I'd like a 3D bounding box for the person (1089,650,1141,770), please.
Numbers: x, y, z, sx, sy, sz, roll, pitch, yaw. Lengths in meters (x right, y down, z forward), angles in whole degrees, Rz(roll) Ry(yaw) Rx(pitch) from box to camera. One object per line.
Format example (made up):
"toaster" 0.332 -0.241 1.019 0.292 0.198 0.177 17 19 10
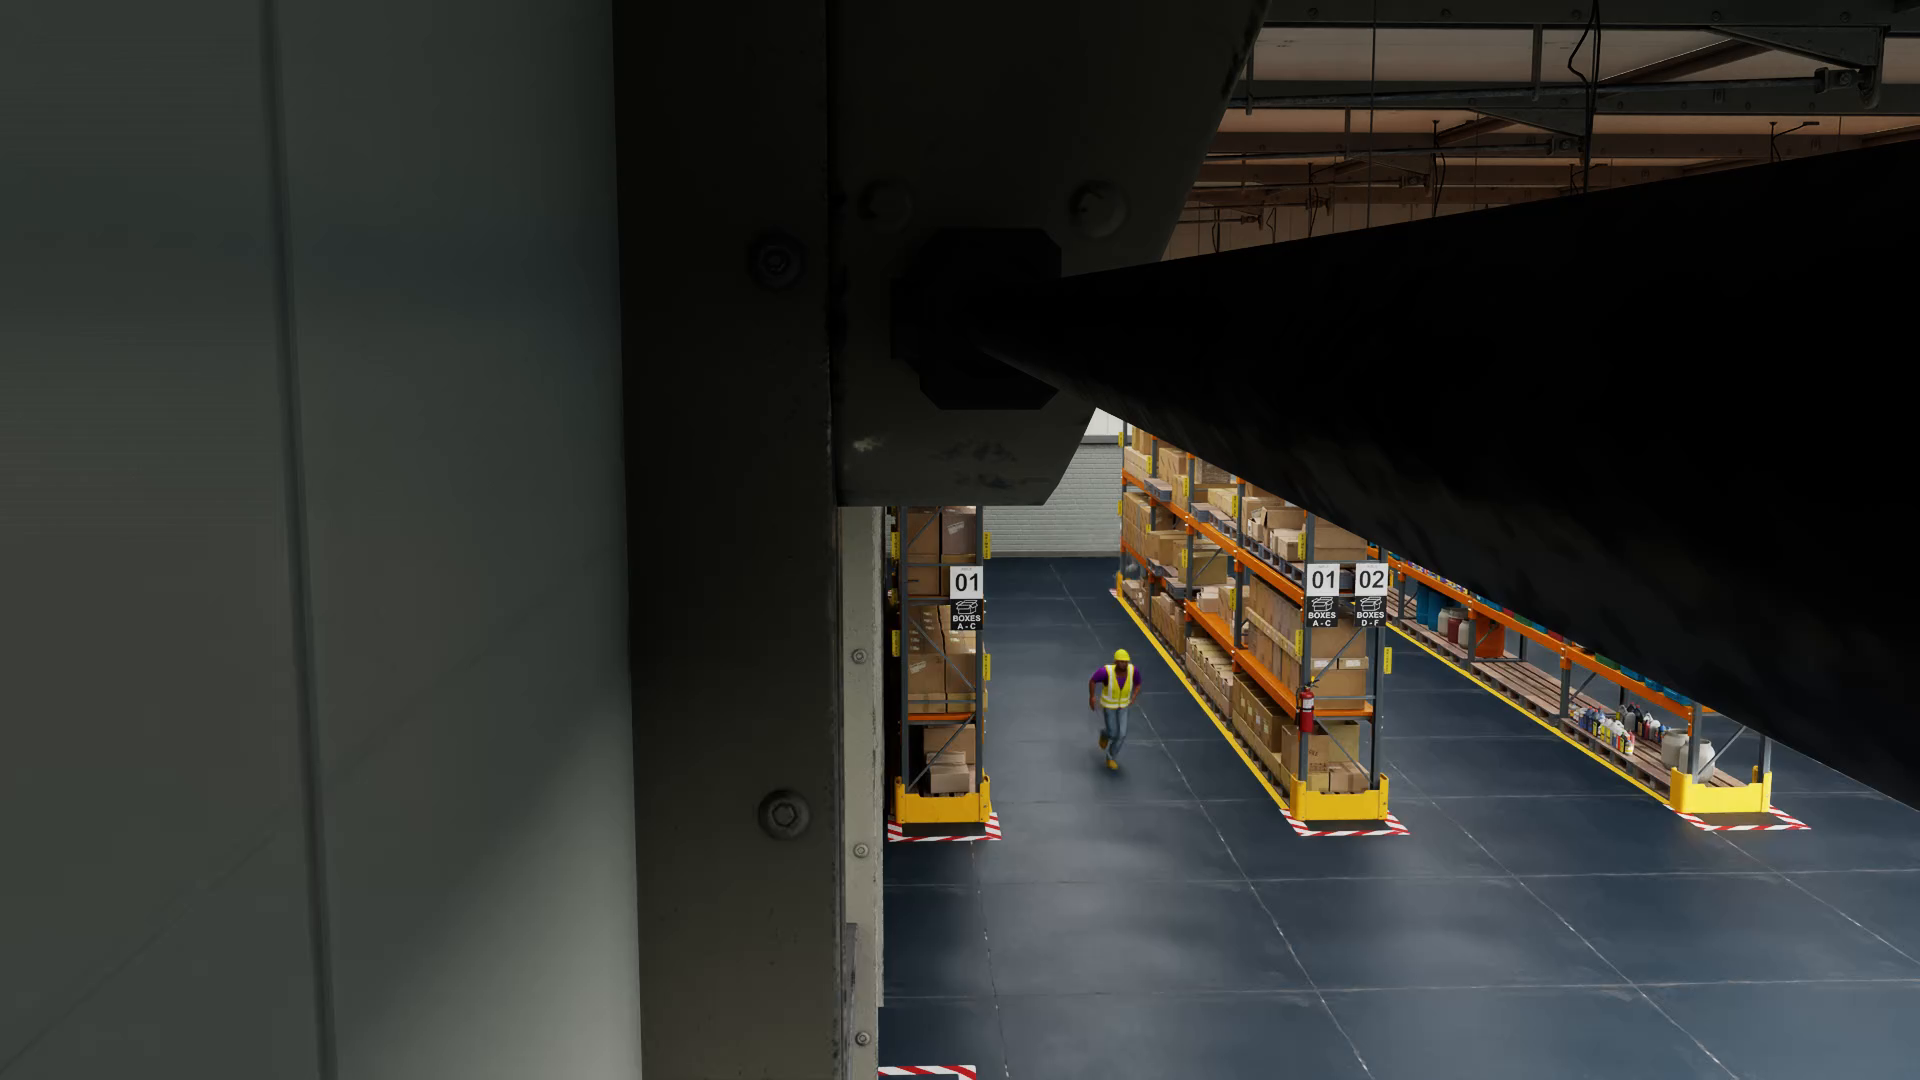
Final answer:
"person" 2.141 2.304 22.930 0.693 1.688 0.779 -3 8 -18

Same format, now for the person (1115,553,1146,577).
"person" 3.945 0.241 37.367 0.839 1.821 0.696 0 8 0
